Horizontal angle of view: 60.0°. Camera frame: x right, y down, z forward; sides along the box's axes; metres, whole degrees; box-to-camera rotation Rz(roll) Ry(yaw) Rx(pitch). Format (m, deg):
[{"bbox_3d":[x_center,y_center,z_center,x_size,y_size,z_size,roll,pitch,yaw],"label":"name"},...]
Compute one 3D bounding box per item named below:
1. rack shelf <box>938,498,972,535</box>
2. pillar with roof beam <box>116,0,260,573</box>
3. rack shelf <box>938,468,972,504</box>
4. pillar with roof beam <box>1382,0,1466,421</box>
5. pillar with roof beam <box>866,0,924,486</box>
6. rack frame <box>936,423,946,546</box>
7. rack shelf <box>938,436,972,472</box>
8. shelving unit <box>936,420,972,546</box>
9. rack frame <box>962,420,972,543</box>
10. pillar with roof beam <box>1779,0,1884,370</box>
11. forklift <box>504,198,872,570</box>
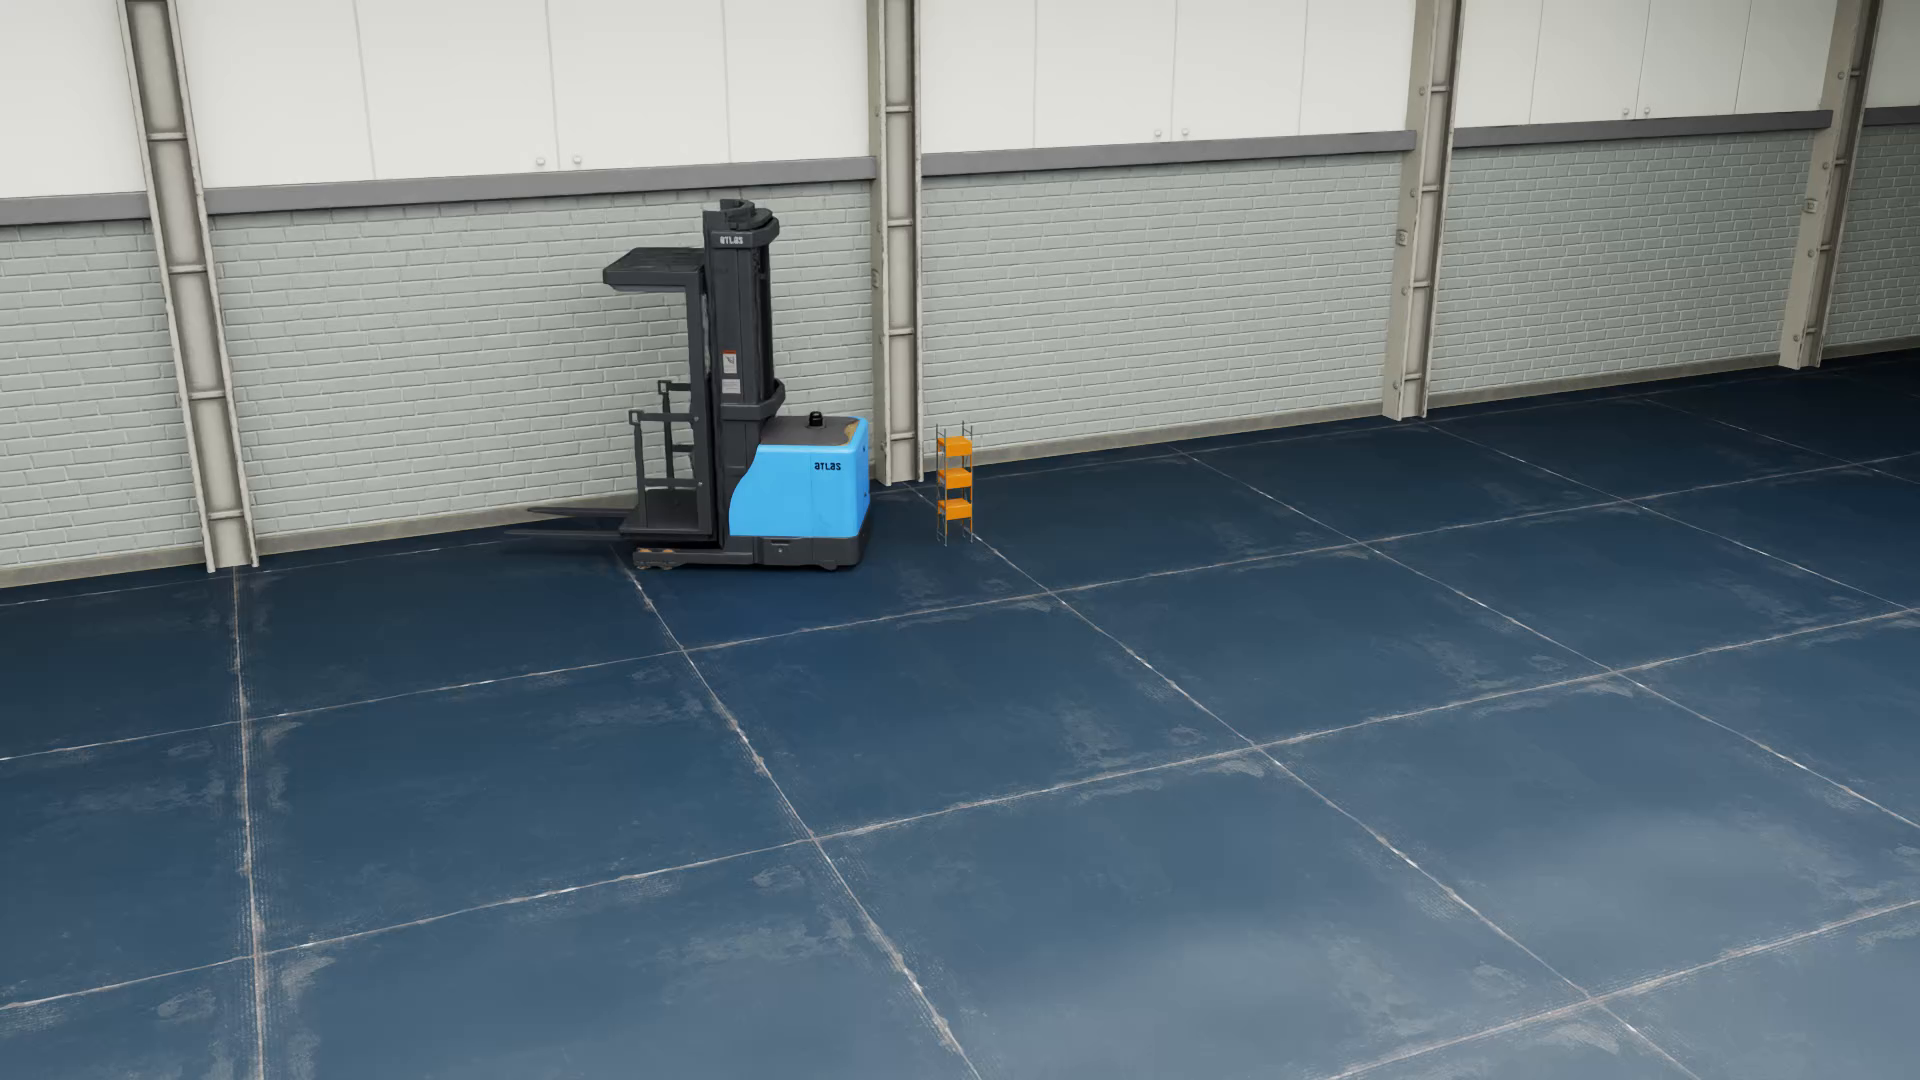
[{"bbox_3d":[-0.049,-0.216,14.423,0.240,0.259,0.215,-8,21,-22],"label":"rack shelf"},{"bbox_3d":[-4.396,-2.734,8.739,0.400,9.000,9.100,-8,21,-22],"label":"pillar with roof beam"},{"bbox_3d":[-0.049,-0.478,14.331,0.240,0.259,0.215,-8,21,-22],"label":"rack shelf"},{"bbox_3d":[6.622,-4.313,13.222,0.400,9.000,9.100,-8,21,-22],"label":"pillar with roof beam"},{"bbox_3d":[1.113,-3.524,10.980,0.400,9.000,9.100,-8,21,-22],"label":"pillar with roof beam"},{"bbox_3d":[-0.161,-0.472,14.282,0.008,1.050,0.200,-8,21,-22],"label":"rack frame"},{"bbox_3d":[-0.049,-0.746,14.237,0.240,0.259,0.215,-8,21,-22],"label":"rack shelf"},{"bbox_3d":[-0.049,-0.488,14.328,0.252,1.050,0.215,-8,21,-22],"label":"shelving unit"},{"bbox_3d":[0.063,-0.504,14.373,0.008,1.050,0.200,-8,21,-22],"label":"rack frame"},{"bbox_3d":[12.132,-5.102,15.464,0.400,9.000,9.100,-8,21,-22],"label":"pillar with roof beam"},{"bbox_3d":[-2.315,-1.308,13.824,3.031,2.935,1.130,1,19,4],"label":"forklift"}]
